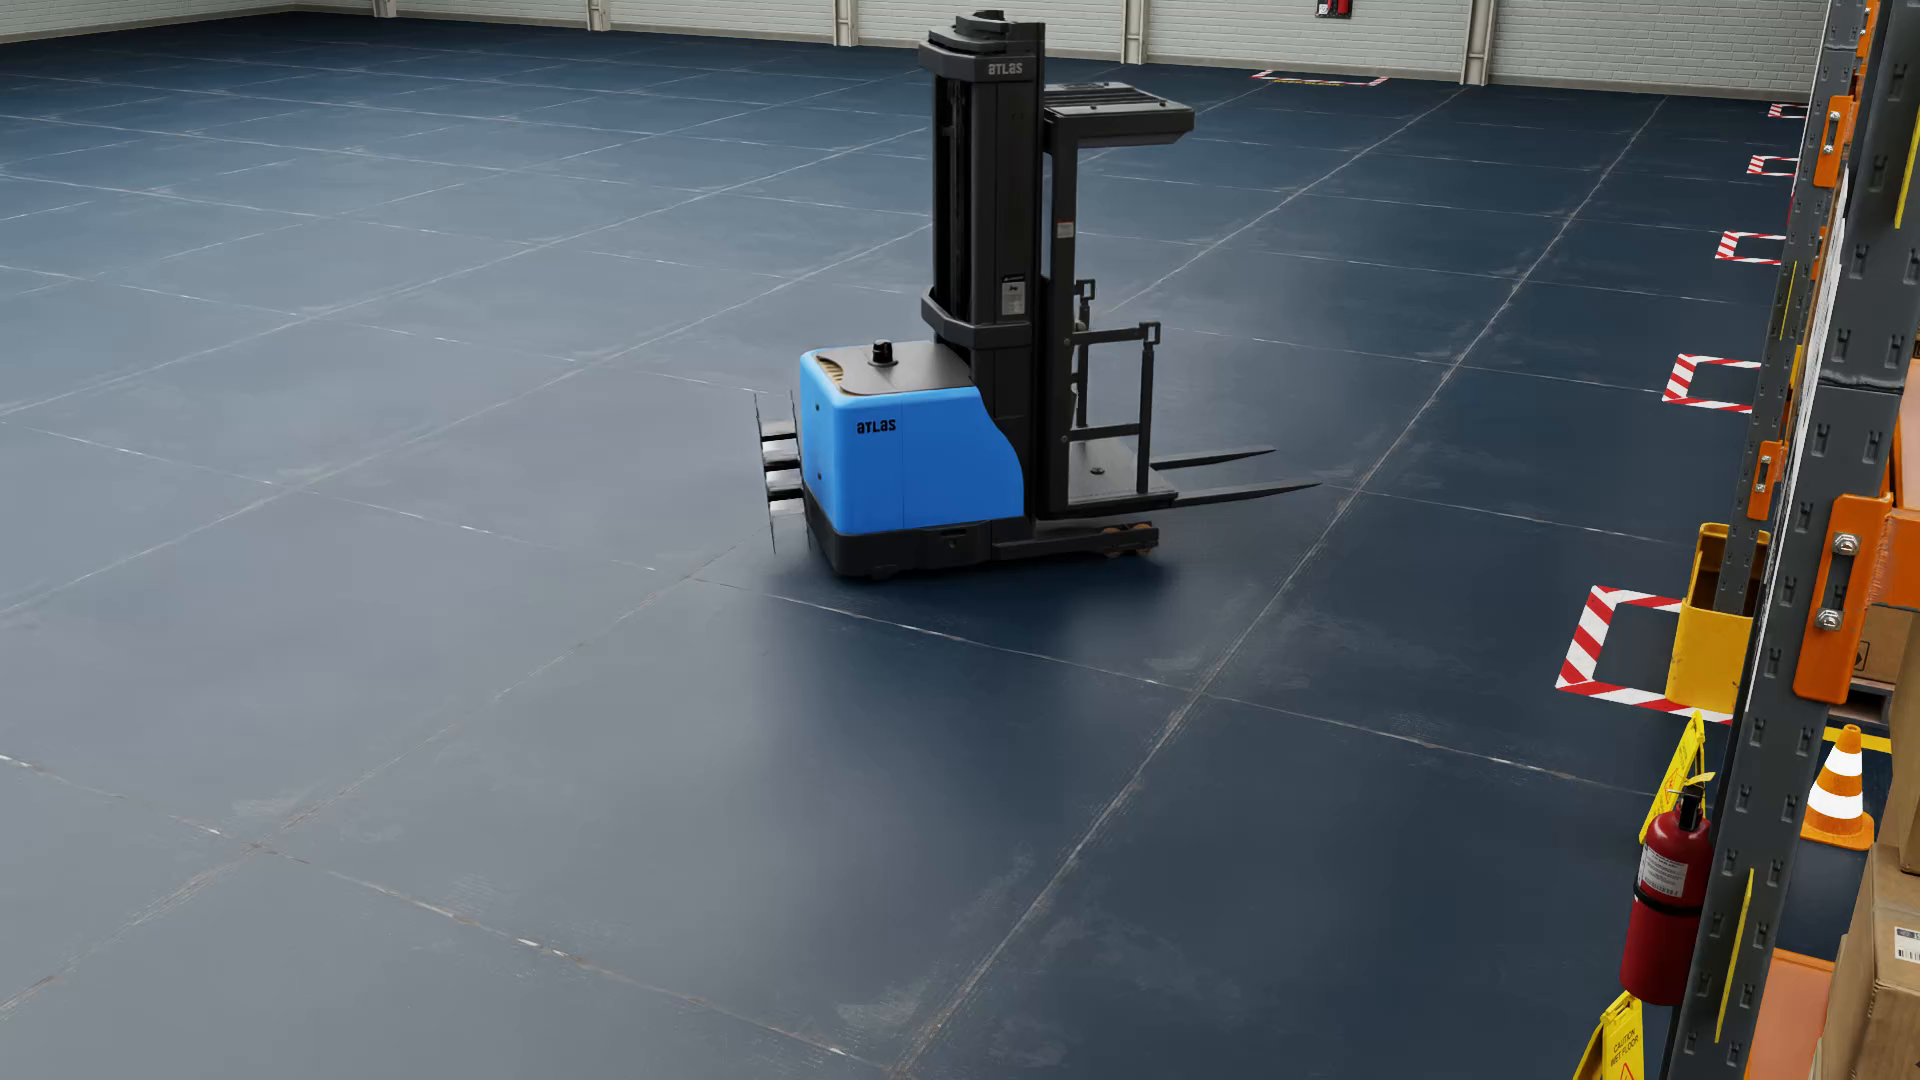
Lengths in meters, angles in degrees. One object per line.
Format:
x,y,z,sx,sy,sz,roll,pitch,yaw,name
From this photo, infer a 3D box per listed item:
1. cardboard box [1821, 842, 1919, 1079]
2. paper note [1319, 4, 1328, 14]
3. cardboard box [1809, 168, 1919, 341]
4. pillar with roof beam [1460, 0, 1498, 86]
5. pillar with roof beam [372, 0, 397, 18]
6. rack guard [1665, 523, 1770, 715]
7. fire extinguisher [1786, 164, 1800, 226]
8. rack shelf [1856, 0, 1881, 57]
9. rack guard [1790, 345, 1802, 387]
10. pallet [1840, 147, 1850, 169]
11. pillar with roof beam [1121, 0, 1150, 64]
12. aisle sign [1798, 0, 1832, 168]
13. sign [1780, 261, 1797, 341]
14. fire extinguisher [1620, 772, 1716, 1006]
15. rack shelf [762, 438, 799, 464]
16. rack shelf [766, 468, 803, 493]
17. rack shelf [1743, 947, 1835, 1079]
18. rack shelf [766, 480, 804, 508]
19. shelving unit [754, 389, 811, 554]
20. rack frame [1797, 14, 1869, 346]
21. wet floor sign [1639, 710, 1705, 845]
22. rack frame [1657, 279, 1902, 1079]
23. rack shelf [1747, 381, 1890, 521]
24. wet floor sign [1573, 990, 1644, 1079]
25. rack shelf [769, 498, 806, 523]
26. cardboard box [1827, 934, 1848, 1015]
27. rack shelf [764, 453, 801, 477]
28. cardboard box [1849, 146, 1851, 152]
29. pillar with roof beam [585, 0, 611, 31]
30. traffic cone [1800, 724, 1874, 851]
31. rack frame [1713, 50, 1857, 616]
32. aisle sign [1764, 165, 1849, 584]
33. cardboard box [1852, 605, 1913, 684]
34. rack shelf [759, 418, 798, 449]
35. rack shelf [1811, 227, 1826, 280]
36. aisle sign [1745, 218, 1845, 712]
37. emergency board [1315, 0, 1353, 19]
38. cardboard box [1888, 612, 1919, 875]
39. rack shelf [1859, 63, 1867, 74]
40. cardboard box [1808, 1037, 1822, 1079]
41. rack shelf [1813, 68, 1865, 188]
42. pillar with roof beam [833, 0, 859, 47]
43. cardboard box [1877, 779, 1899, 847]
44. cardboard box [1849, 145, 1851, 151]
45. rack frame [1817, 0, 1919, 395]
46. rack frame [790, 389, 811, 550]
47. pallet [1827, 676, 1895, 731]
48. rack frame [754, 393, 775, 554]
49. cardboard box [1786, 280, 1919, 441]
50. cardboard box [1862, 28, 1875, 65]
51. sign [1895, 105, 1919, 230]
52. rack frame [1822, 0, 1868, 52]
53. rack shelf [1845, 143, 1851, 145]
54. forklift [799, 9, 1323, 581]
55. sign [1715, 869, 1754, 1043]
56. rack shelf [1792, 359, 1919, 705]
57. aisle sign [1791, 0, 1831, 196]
1.953,0.964,3.142,0.500,0.500,0.500,11,25,24,cardboard box
6.177,-9.022,28.257,0.142,0.148,0.016,11,25,25,paper note
4.112,-1.267,7.325,0.550,0.550,0.875,11,25,25,cardboard box
6.549,-10.179,22.188,0.400,9.000,9.100,11,25,25,pillar with roof beam
-14.869,-14.417,32.153,0.400,9.000,9.100,11,25,25,pillar with roof beam
3.777,0.366,8.250,0.348,0.500,1.175,11,25,25,rack guard
6.232,-2.640,12.224,0.183,0.674,0.296,11,25,25,fire extinguisher
7.911,-3.191,10.506,4.000,0.370,1.077,11,25,25,rack shelf
6.194,-1.331,12.240,0.348,0.500,1.175,11,25,25,rack guard
11.301,-4.550,20.179,1.213,0.211,1.003,11,25,25,pallet
1.195,-11.239,24.679,0.400,9.000,9.100,11,25,25,pillar with roof beam
3.870,-2.094,7.518,0.004,0.787,0.394,11,25,25,aisle sign
3.543,-1.022,7.113,0.005,0.325,0.100,11,25,25,sign
1.761,0.821,4.085,0.183,0.674,0.296,11,25,25,fire extinguisher
-1.022,-0.521,9.436,0.200,0.077,0.258,-7,24,-6,rack shelf
-1.010,-0.357,9.508,0.200,0.077,0.258,-7,24,-6,rack shelf
3.440,1.651,2.954,4.000,0.370,1.077,11,25,25,rack shelf
-1.003,-0.275,9.544,0.200,0.077,0.258,-7,24,-6,rack shelf
-1.012,-0.387,9.495,0.210,0.900,0.258,-7,24,-6,shelving unit
6.126,-2.494,11.783,0.127,3.000,1.000,11,25,25,rack frame
2.879,0.990,6.598,0.232,0.644,0.267,7,24,15,wet floor sign
1.655,0.967,3.644,0.127,3.000,1.000,11,25,25,rack frame
5.583,-0.096,7.062,4.000,0.370,1.077,11,25,25,rack shelf
1.968,1.643,5.062,0.267,0.644,0.232,-20,30,-39,wet floor sign
-0.997,-0.192,9.580,0.200,0.077,0.258,-7,24,-6,rack shelf
2.085,1.074,3.714,0.250,0.149,0.380,12,26,26,cardboard box
-1.016,-0.439,9.472,0.200,0.077,0.258,-7,24,-6,rack shelf
10.978,-4.709,19.967,0.500,0.250,0.500,11,25,25,cardboard box
-9.514,-13.358,29.662,0.400,9.000,9.100,11,25,25,pillar with roof beam
3.632,0.977,6.861,0.334,0.463,0.336,11,25,25,traffic cone
3.798,-0.780,7.751,0.127,3.000,1.000,11,25,25,rack frame
1.731,-0.342,3.399,0.004,0.787,0.394,11,25,25,aisle sign
4.433,0.101,7.858,0.875,0.875,0.875,11,26,25,cardboard box
-1.028,-0.604,9.400,0.200,0.077,0.258,-7,24,-6,rack shelf
7.911,-1.810,11.093,4.000,0.370,1.077,11,25,25,rack shelf
1.460,-0.132,2.906,0.004,0.787,0.394,11,25,25,aisle sign
6.304,-9.372,27.955,0.643,1.169,0.194,11,25,25,emergency board
2.209,0.338,3.338,0.500,0.500,0.700,11,25,23,cardboard box
12.384,-5.269,19.227,4.000,0.370,1.077,11,25,25,rack shelf
1.865,1.215,3.382,0.250,0.149,0.380,11,26,25,cardboard box
5.583,-1.476,6.475,4.000,0.370,1.077,11,25,25,rack shelf
-4.160,-12.298,27.170,0.400,9.000,9.100,11,25,25,pillar with roof beam
2.264,0.783,3.567,0.500,0.500,0.500,11,25,24,cardboard box
11.211,-4.890,20.392,0.500,0.250,0.500,11,25,25,cardboard box
1.655,-1.794,2.470,0.127,3.000,1.000,11,25,25,rack frame
-0.911,-0.400,9.505,0.006,0.900,0.240,-7,24,-6,rack frame
4.547,0.617,8.029,1.213,0.211,1.003,11,25,25,pallet
-1.112,-0.375,9.484,0.006,0.900,0.240,-7,24,-6,rack frame
4.150,-0.799,7.605,0.550,0.550,0.875,11,25,25,cardboard box
11.010,-5.913,19.693,0.500,0.500,0.700,11,25,25,cardboard box
1.410,-0.626,2.440,0.005,0.325,0.100,11,25,25,sign
3.798,-3.541,6.577,0.127,3.000,1.000,11,25,25,rack frame
10.146,-3.540,15.161,4.000,0.370,1.077,11,25,25,rack shelf
0.639,-1.442,9.395,3.031,2.935,1.130,-7,24,-15,forklift
1.410,0.758,3.029,0.005,0.325,0.100,11,25,25,sign
3.440,0.271,2.367,4.000,0.370,1.077,11,25,25,rack shelf
3.600,-1.884,7.026,0.004,0.787,0.394,11,25,25,aisle sign
